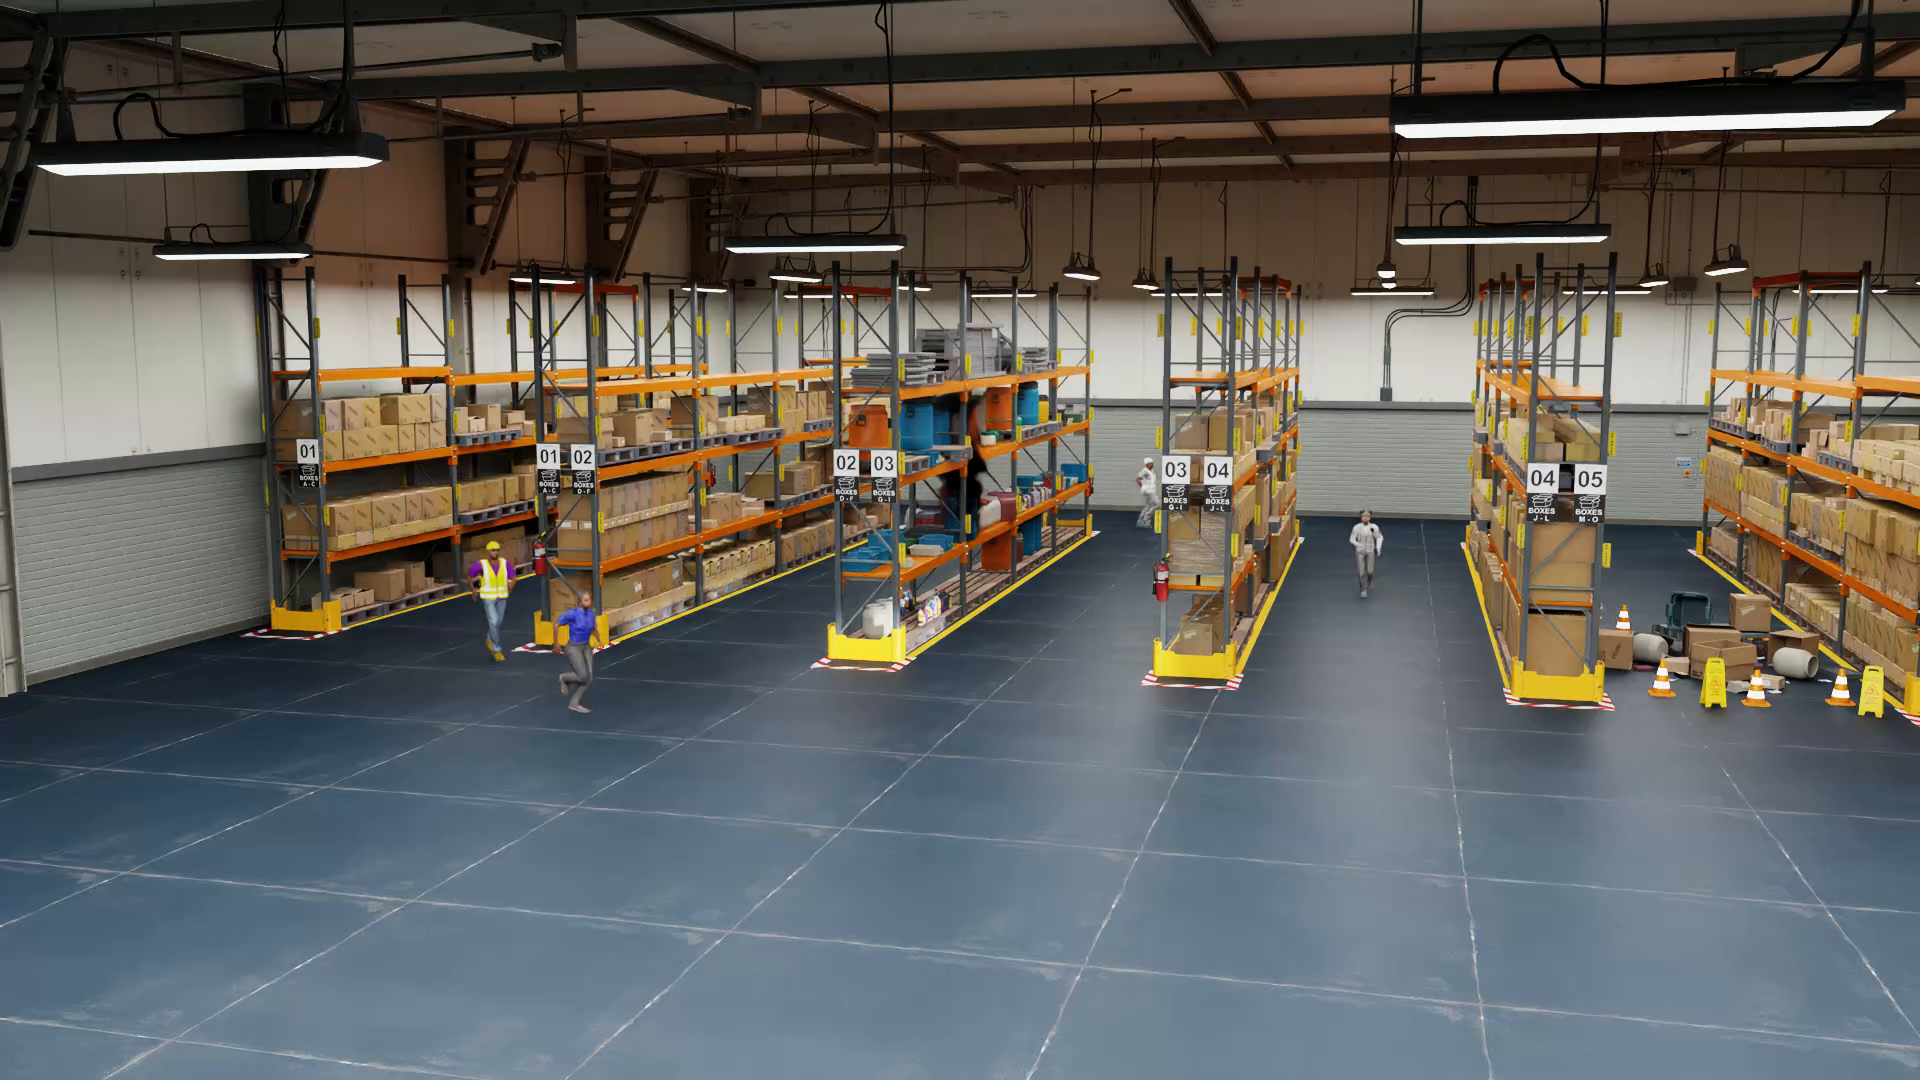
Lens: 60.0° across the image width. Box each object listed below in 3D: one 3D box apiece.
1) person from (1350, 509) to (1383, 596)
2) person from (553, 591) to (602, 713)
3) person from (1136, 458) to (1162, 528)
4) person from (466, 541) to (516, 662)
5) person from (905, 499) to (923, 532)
[{"bbox_3d":[7.595,0.246,31.112,0.605,1.653,0.537,2,7,13],"label":"person"},{"bbox_3d":[-4.988,1.515,21.814,0.647,1.517,0.615,5,9,35],"label":"person"},{"bbox_3d":[4.788,-1.185,41.831,0.692,1.776,0.657,2,7,14],"label":"person"},{"bbox_3d":[-7.112,0.910,25.385,0.699,1.797,0.902,-5,9,-36],"label":"person"},{"bbox_3d":[-0.898,-0.074,33.571,0.529,1.572,0.756,2,8,16],"label":"person"}]
